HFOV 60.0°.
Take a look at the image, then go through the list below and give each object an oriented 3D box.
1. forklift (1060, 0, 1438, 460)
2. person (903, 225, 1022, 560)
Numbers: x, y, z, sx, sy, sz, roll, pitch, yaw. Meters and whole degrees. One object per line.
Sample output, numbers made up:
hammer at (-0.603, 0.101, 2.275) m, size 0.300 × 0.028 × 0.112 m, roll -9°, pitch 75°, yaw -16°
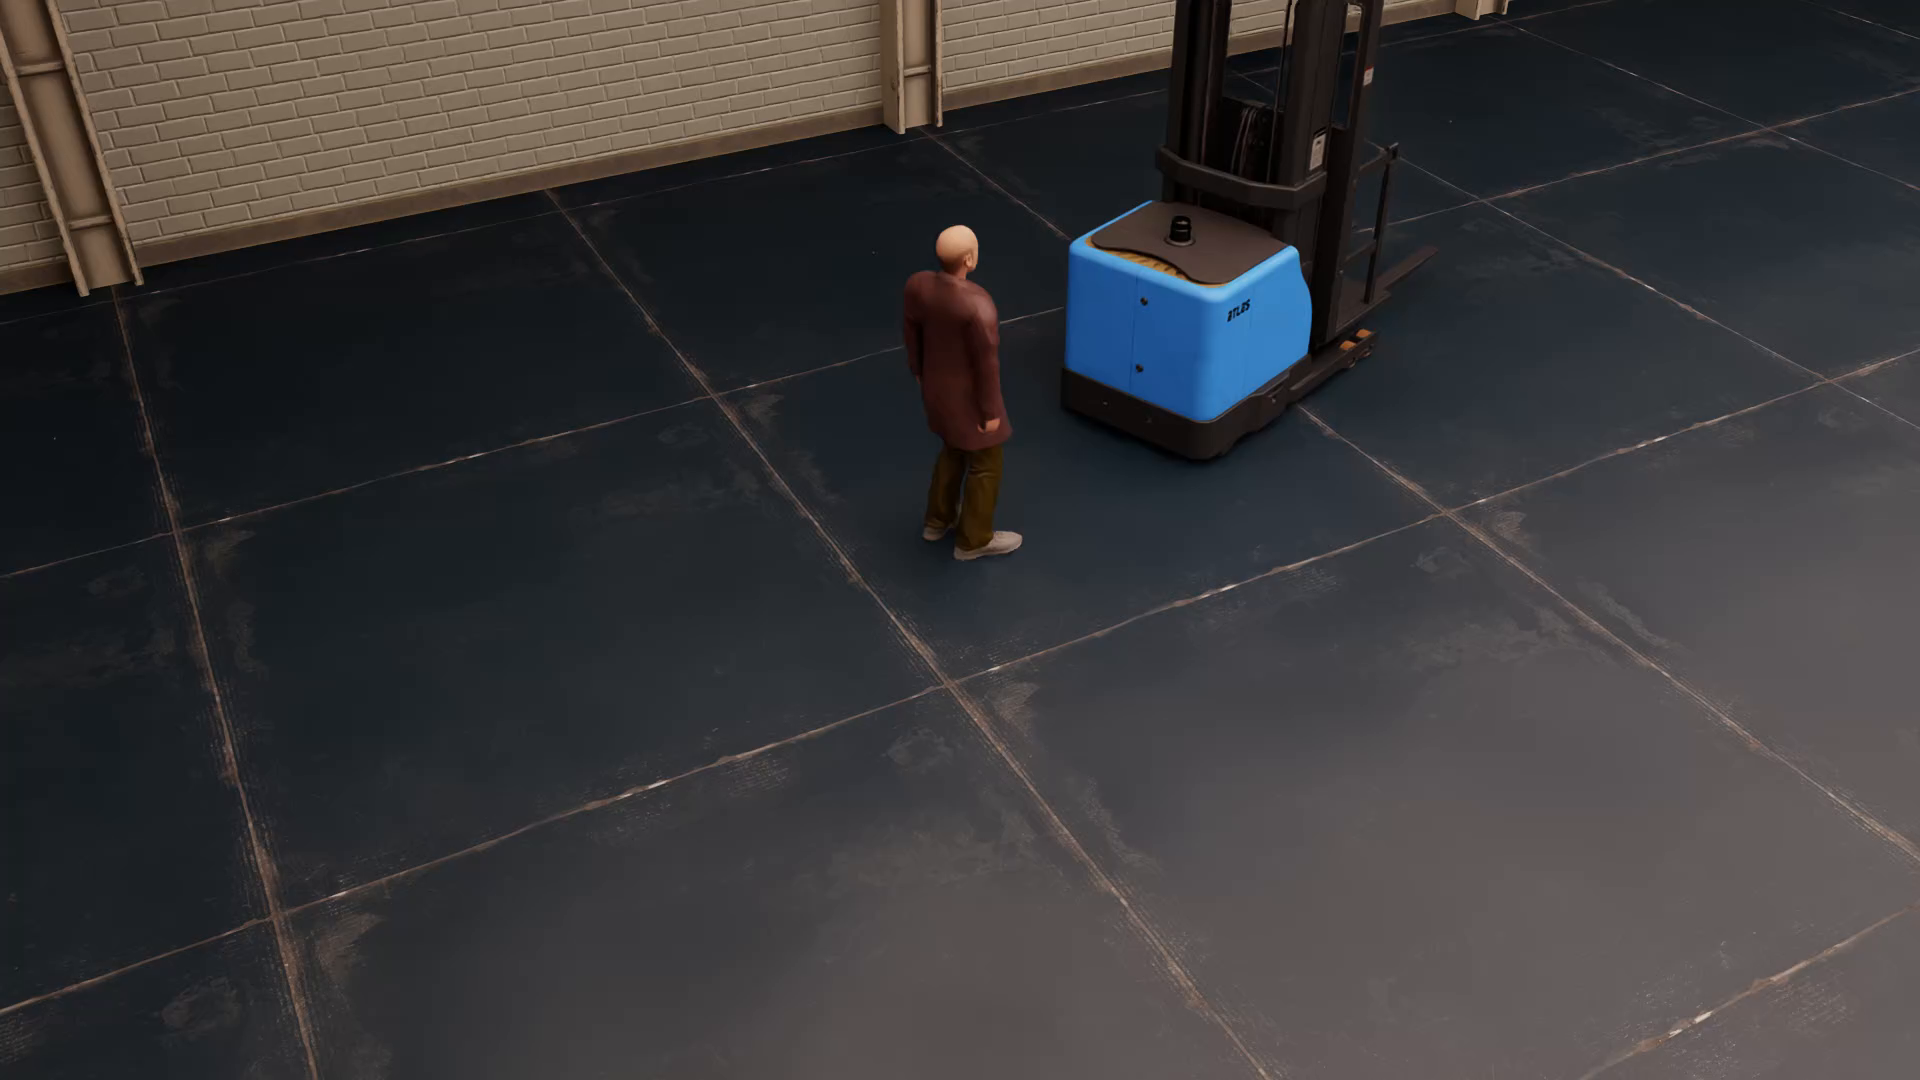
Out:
forklift at (1.927, -2.414, 9.539) m, size 1.130 × 2.935 × 3.031 m, roll 26°, pitch 43°, yaw 32°
person at (0.010, -0.746, 8.210) m, size 0.641 × 1.772 × 0.384 m, roll 29°, pitch 44°, yaw 34°
